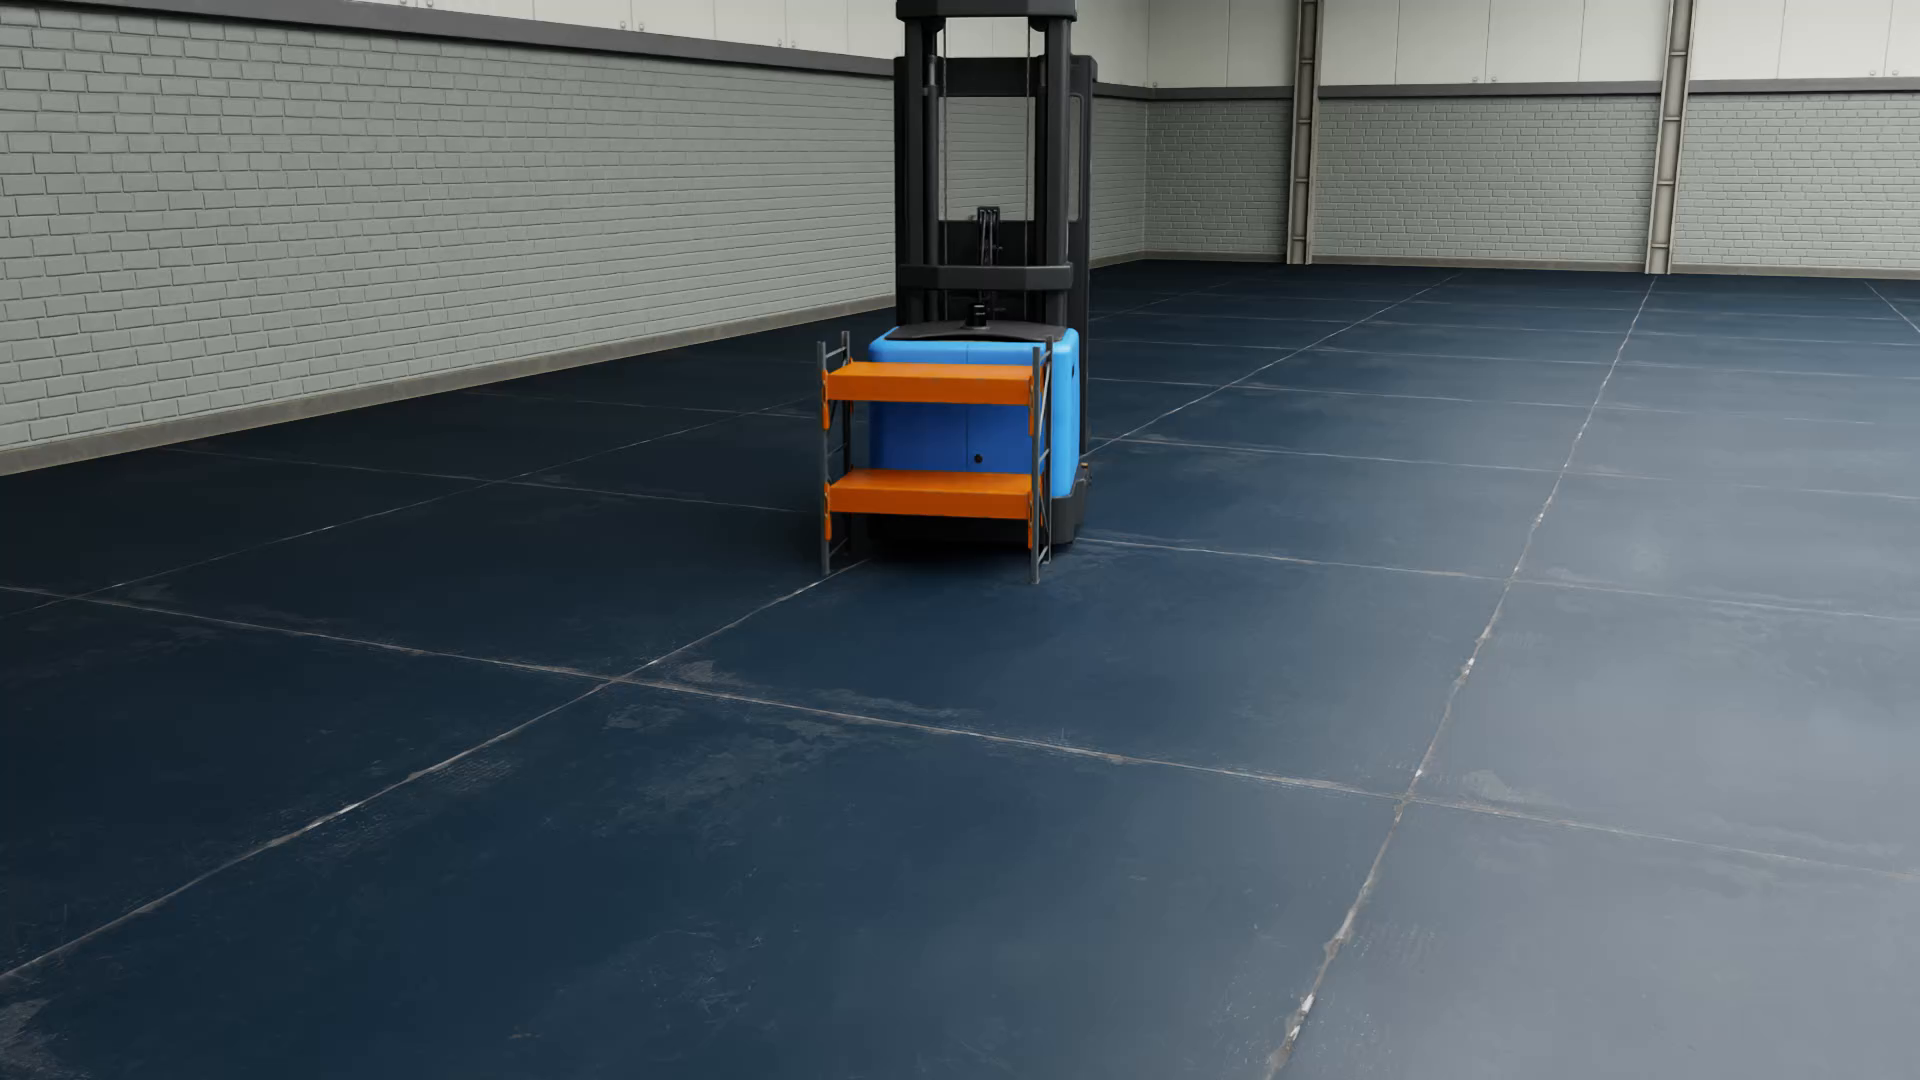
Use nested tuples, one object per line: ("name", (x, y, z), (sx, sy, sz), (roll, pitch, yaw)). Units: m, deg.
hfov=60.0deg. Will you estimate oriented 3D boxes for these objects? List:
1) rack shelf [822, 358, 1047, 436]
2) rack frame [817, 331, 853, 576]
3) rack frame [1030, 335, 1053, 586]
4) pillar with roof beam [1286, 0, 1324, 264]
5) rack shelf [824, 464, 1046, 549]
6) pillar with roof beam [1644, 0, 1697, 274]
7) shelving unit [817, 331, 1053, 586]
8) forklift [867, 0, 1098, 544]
("rack shelf", (-0.109, -0.694, 7.969), (1.000, 0.278, 0.538), (2, 13, 10))
("rack frame", (-0.609, -0.430, 8.125), (0.032, 1.125, 0.500), (2, 13, 10))
("rack frame", (0.391, -0.388, 7.946), (0.032, 1.125, 0.500), (2, 13, 10))
("pillar with roof beam", (4.382, -8.477, 25.182), (0.400, 9.000, 9.100), (6, 14, 23))
("rack shelf", (-0.109, -0.171, 8.092), (1.000, 0.278, 0.538), (2, 13, 10))
("pillar with roof beam", (9.868, -7.922, 22.816), (0.400, 9.000, 9.100), (6, 14, 23))
("shelving unit", (-0.109, -0.409, 8.036), (1.048, 1.125, 0.538), (2, 13, 10))
("forklift", (0.210, -1.689, 9.536), (1.130, 2.935, 3.031), (2, 13, 6))
